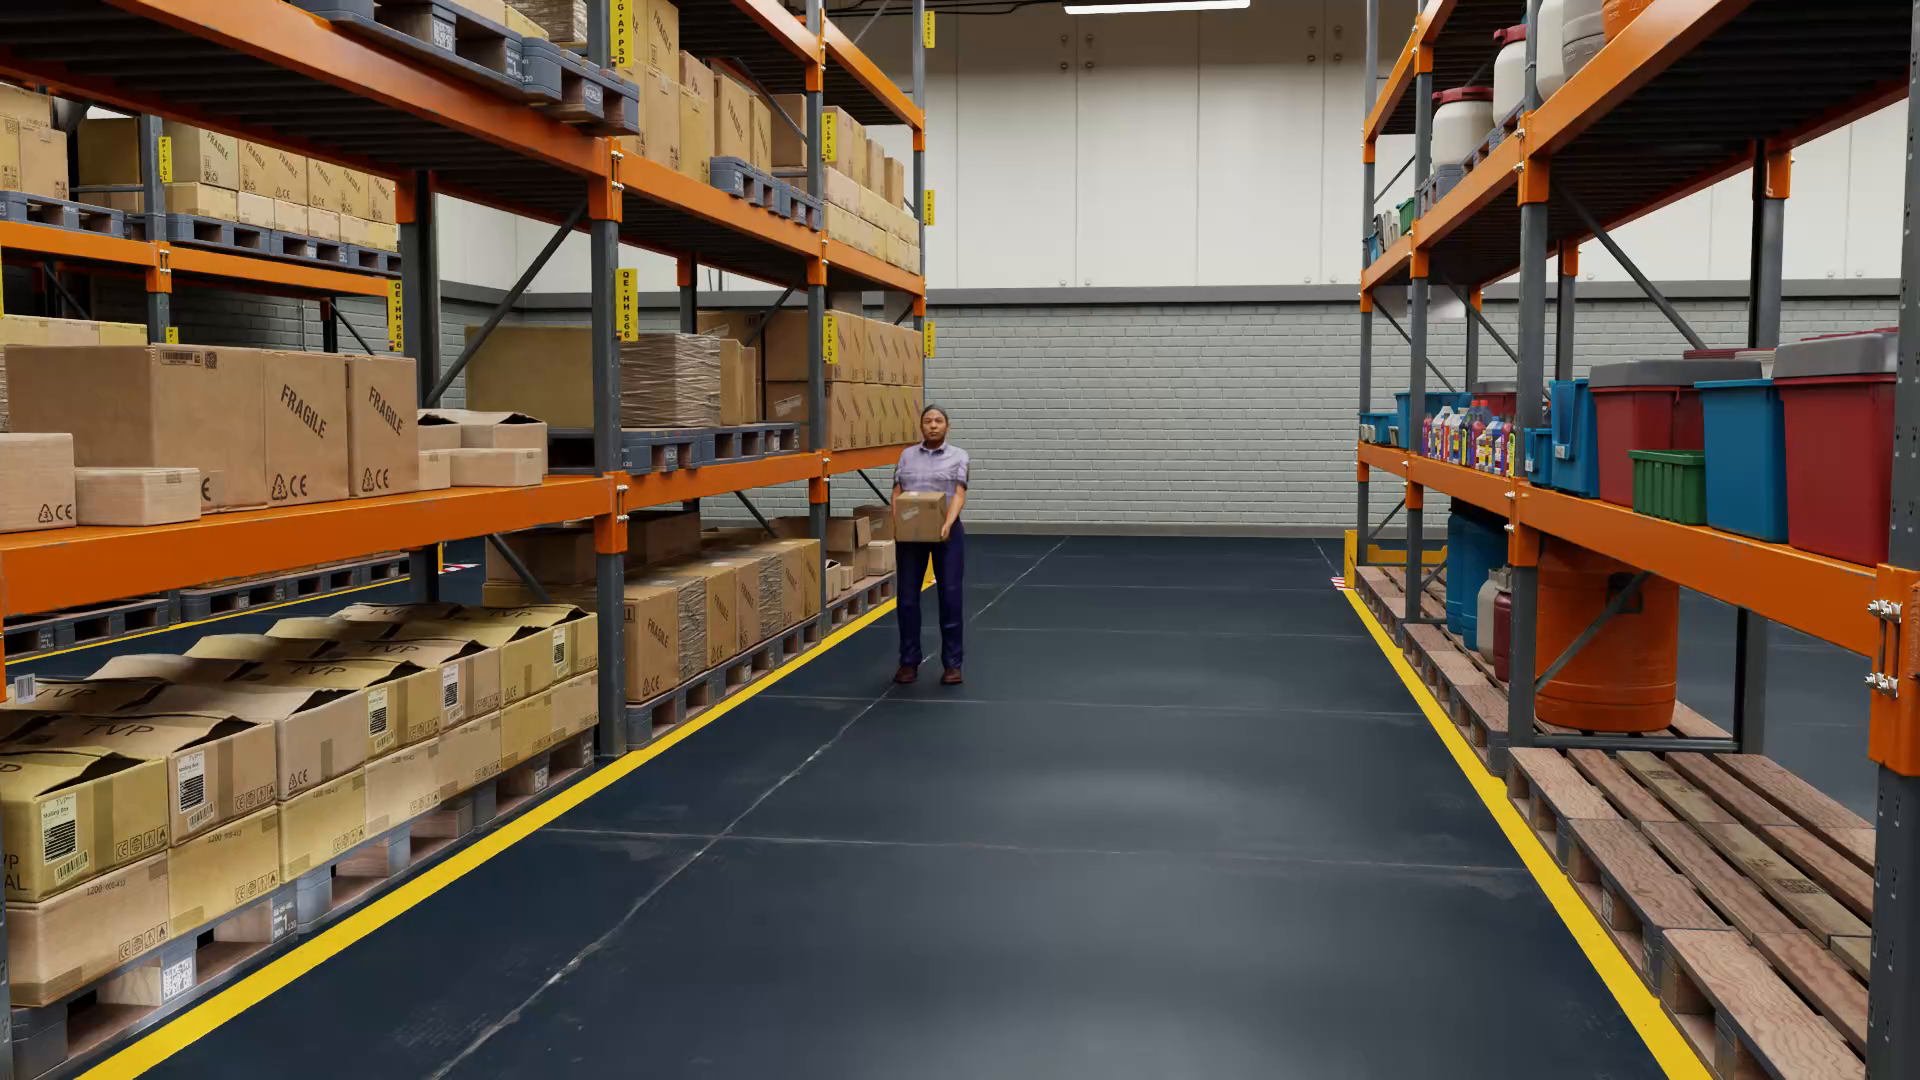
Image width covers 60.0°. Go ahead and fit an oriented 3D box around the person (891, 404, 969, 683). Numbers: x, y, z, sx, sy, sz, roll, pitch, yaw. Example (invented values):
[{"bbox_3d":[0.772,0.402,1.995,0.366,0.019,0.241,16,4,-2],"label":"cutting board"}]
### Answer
[{"bbox_3d":[-0.186,0.024,9.772,0.453,1.638,0.515,1,5,10],"label":"person"}]
